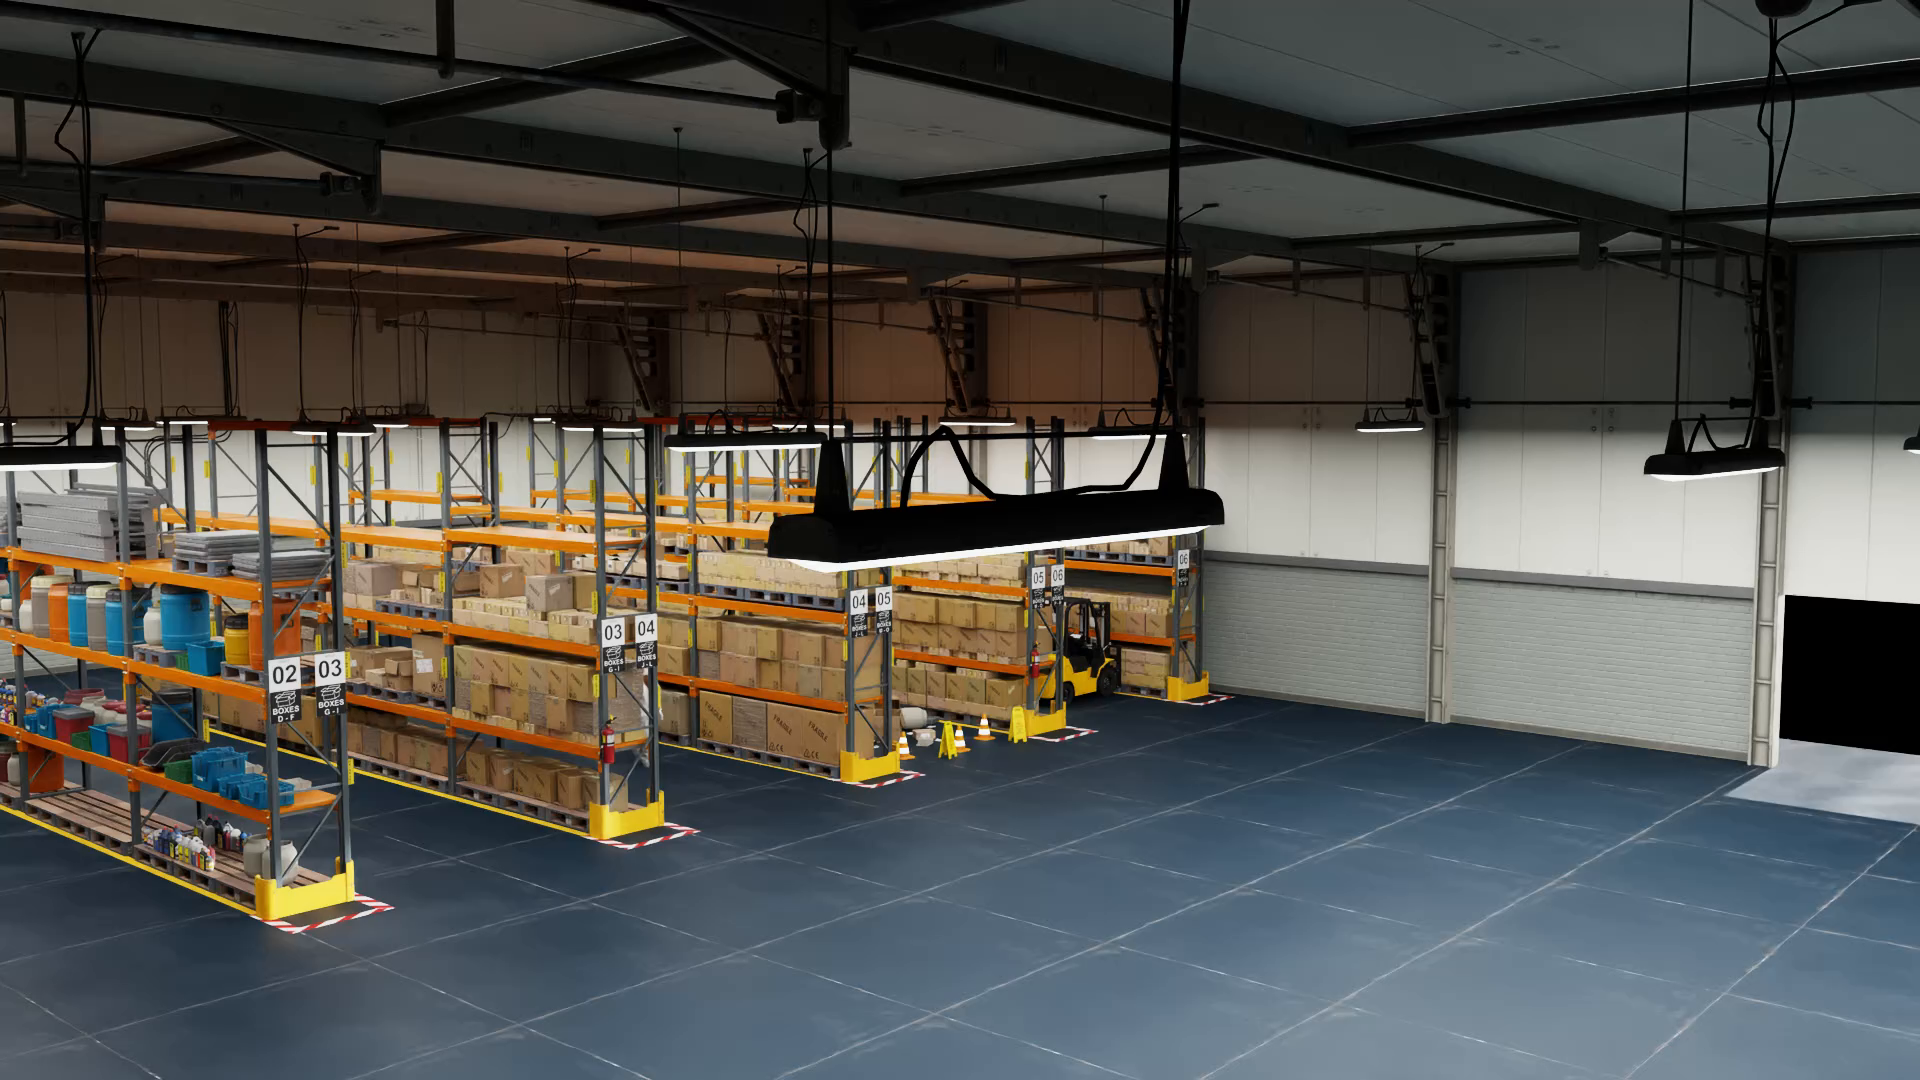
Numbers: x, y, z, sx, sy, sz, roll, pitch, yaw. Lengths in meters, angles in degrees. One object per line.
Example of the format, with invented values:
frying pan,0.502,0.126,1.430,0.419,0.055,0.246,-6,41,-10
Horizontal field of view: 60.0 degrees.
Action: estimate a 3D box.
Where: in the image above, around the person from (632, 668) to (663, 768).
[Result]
person,-5.530,3.053,28.961,0.723,1.753,0.634,3,6,33
